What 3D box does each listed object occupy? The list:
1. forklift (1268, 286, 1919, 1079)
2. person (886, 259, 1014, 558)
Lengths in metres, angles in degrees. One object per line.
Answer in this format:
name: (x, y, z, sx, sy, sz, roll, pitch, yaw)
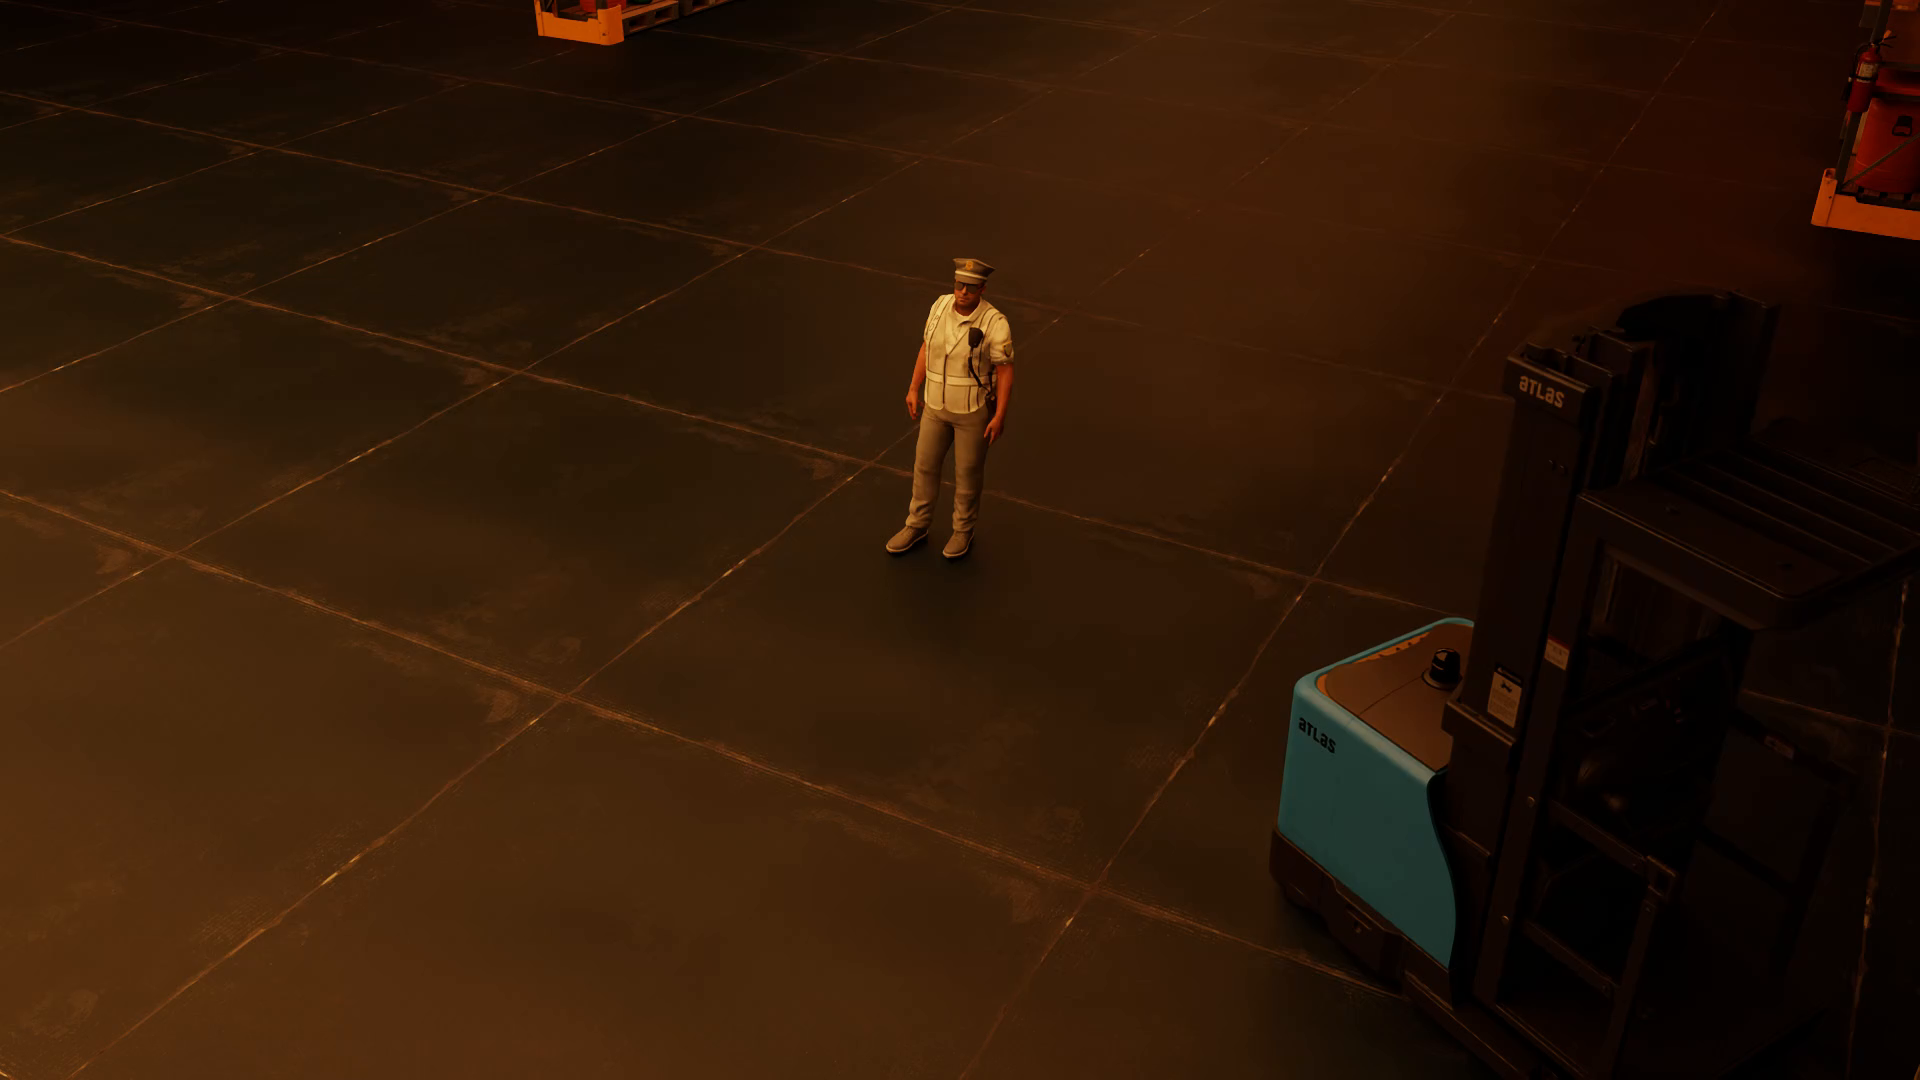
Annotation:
forklift: (2.577, 0.728, 5.809, 1.130, 2.935, 3.031, -18, 34, -28)
person: (-0.048, -0.747, 9.499, 0.641, 1.781, 0.574, 15, 33, 25)
